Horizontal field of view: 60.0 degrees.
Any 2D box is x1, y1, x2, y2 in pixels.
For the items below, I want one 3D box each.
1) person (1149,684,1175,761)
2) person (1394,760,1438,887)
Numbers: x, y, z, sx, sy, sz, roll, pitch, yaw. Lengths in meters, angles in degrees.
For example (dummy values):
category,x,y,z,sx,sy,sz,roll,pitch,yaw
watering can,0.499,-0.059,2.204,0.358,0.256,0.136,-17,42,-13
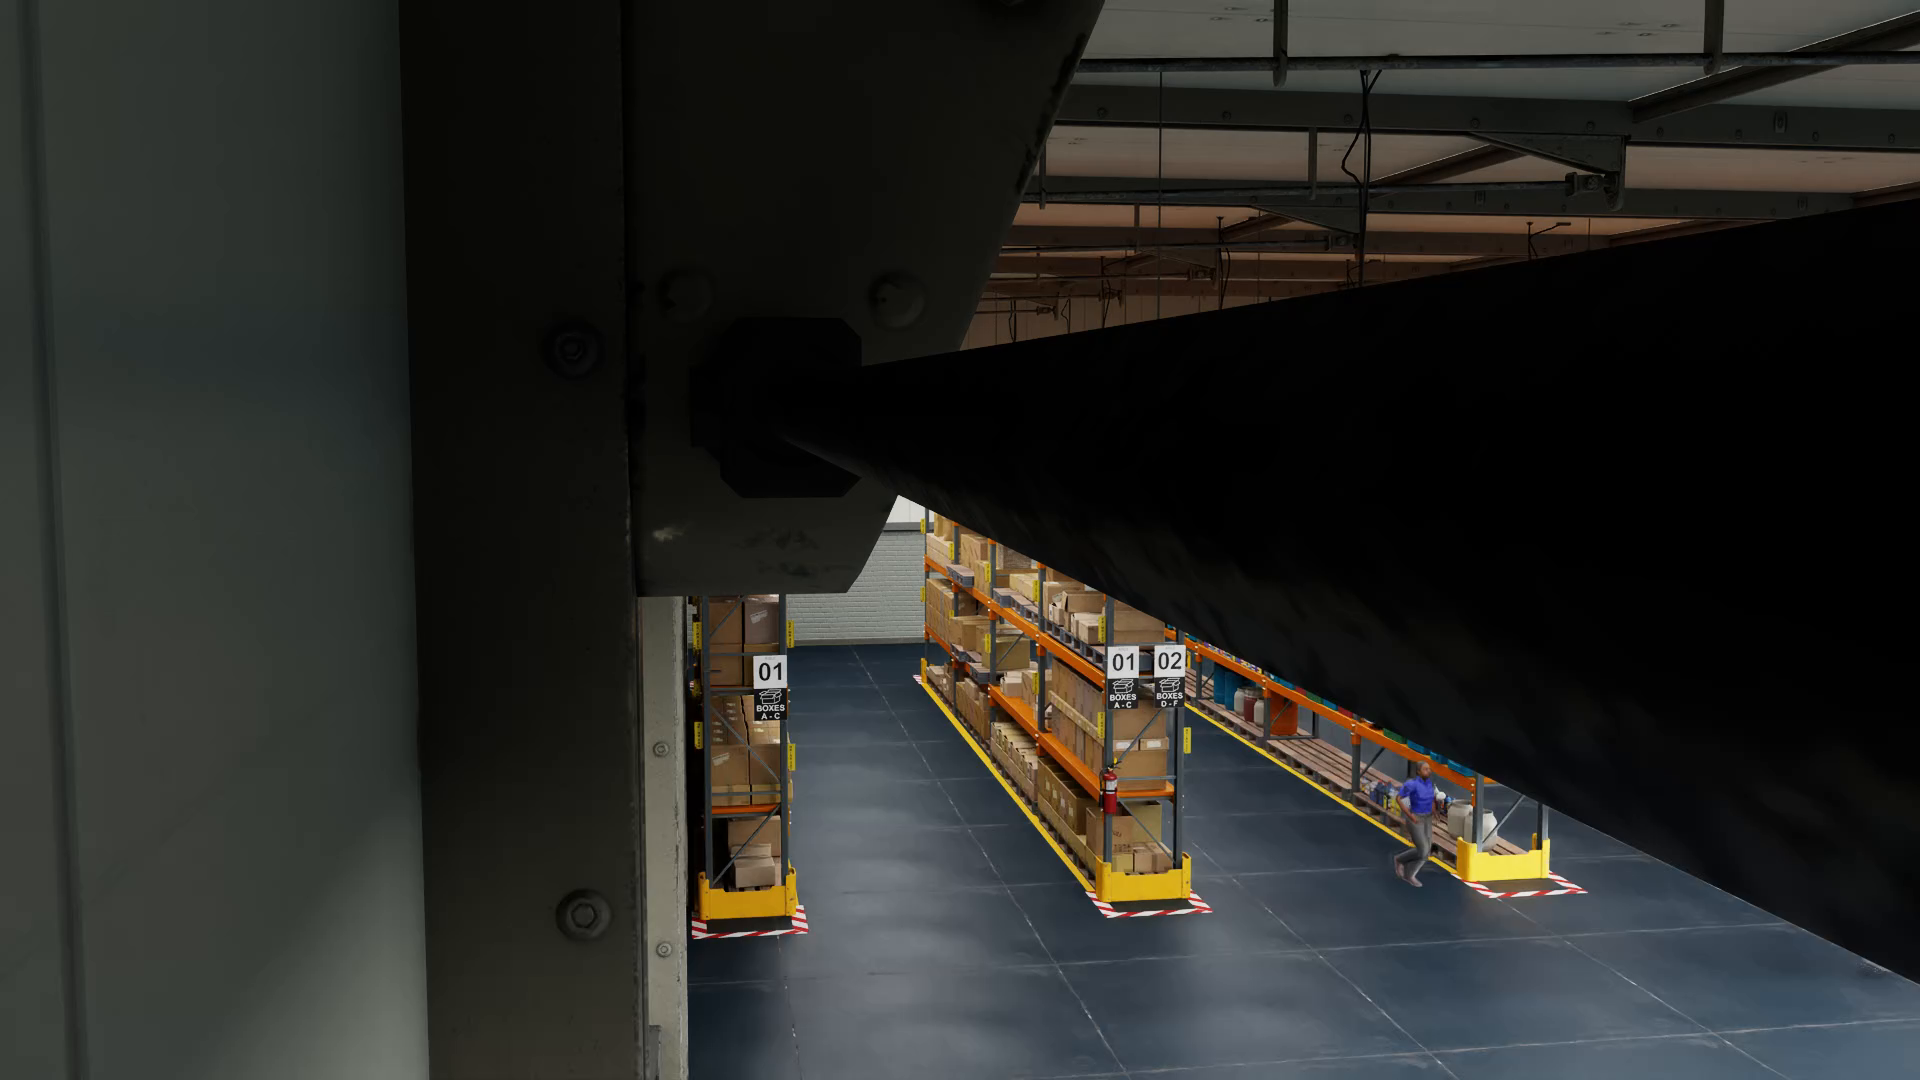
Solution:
category,x,y,z,sx,sy,sz,roll,pitch,yaw
person,3.584,2.962,29.022,0.598,1.676,0.753,-1,5,-7
person,5.935,3.650,21.472,0.610,1.616,0.509,-3,6,-34
